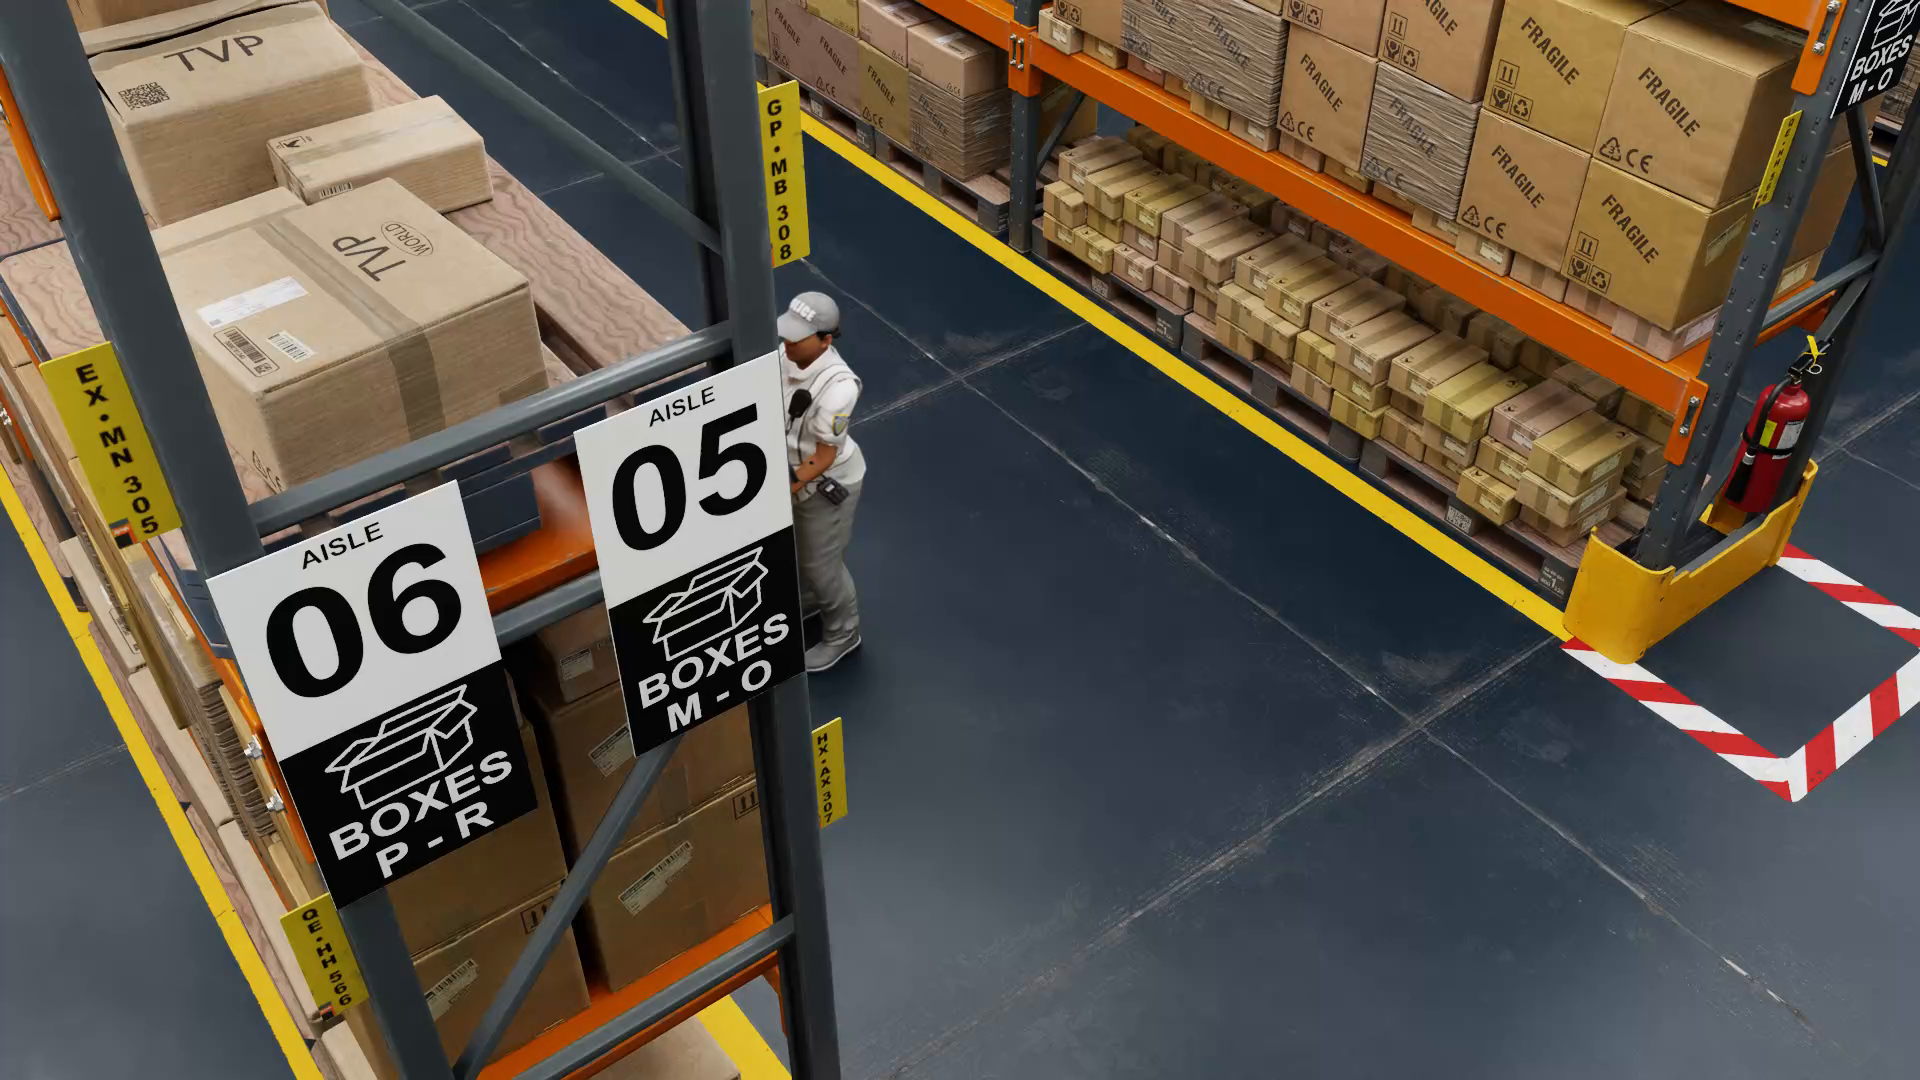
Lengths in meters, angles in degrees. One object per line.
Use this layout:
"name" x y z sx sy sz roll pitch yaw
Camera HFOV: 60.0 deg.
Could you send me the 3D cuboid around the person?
"person" -0.639 -0.200 6.394 0.536 1.655 0.454 -27 47 -28
